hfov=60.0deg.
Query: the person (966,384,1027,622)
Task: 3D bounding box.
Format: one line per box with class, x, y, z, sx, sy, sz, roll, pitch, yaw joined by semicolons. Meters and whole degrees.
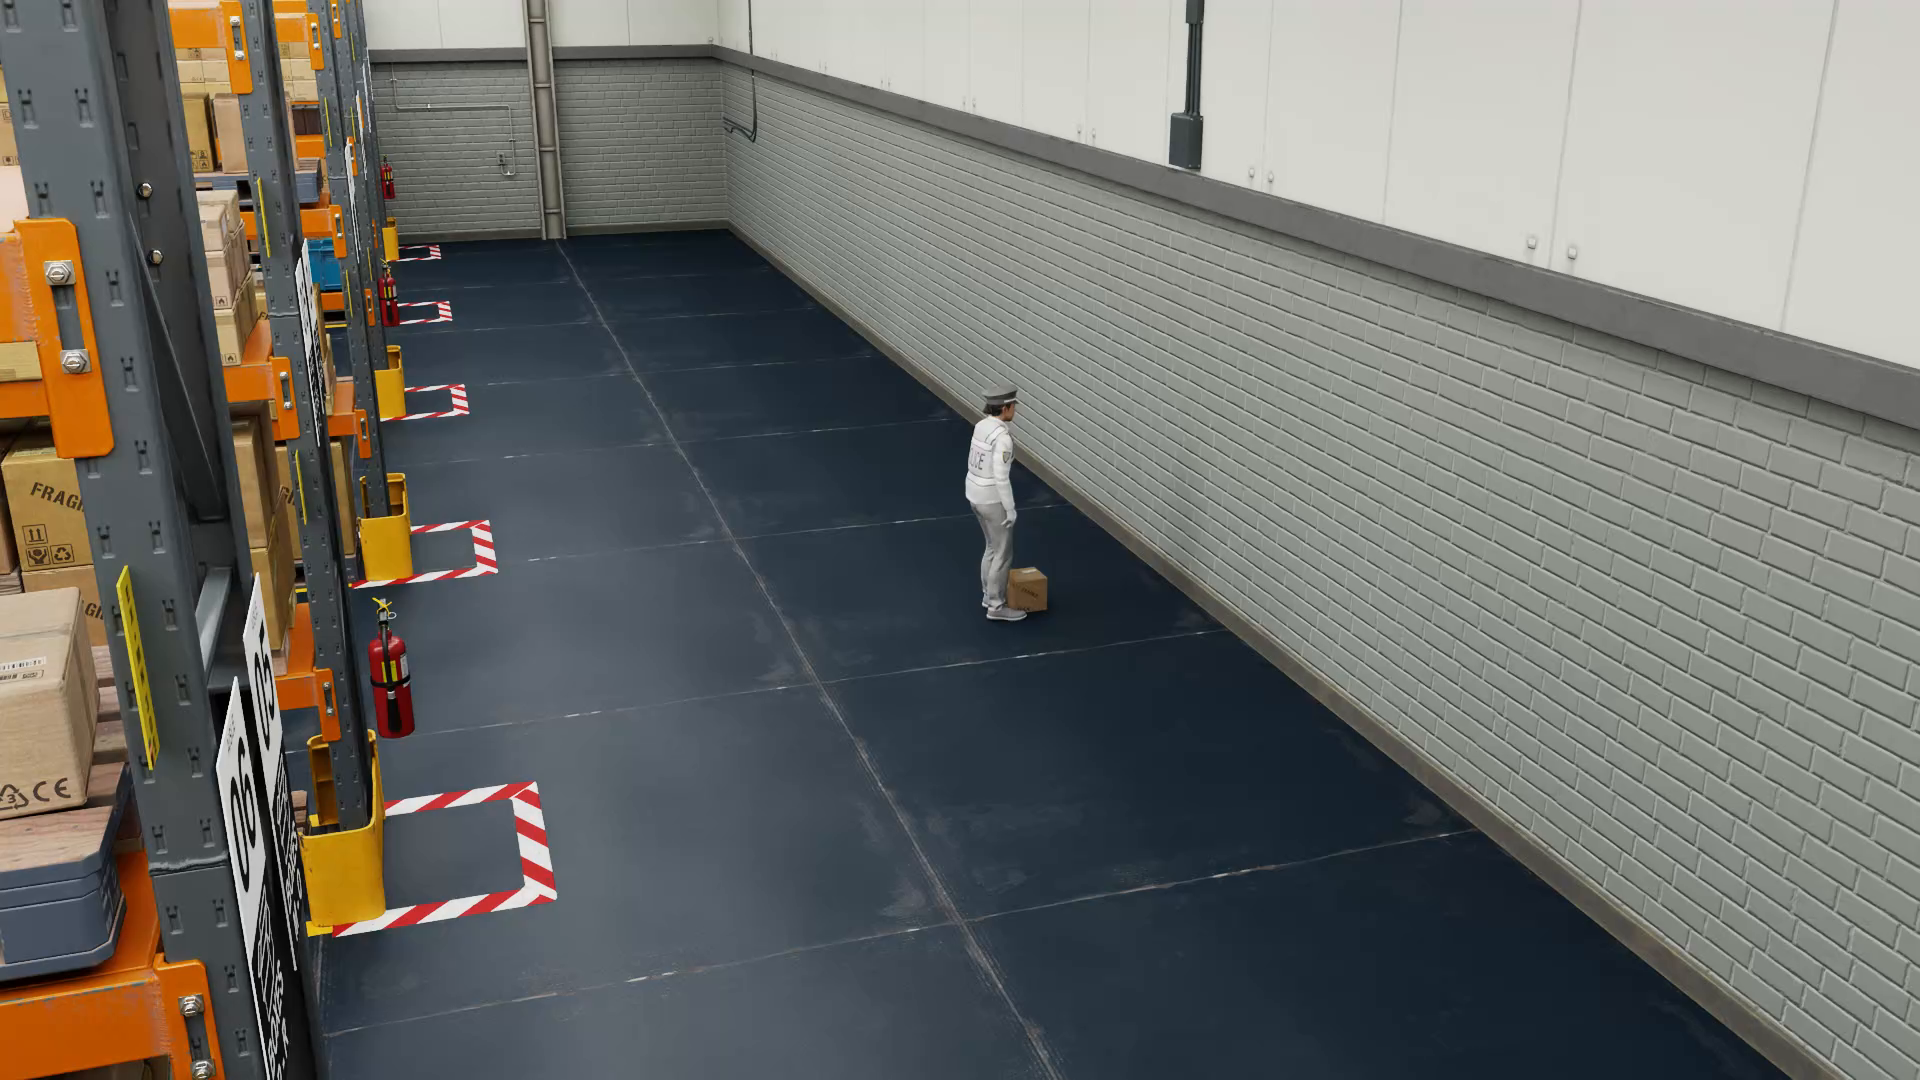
person;0.263;-0.276;11.848;0.415;1.663;0.545;-8;21;-21
